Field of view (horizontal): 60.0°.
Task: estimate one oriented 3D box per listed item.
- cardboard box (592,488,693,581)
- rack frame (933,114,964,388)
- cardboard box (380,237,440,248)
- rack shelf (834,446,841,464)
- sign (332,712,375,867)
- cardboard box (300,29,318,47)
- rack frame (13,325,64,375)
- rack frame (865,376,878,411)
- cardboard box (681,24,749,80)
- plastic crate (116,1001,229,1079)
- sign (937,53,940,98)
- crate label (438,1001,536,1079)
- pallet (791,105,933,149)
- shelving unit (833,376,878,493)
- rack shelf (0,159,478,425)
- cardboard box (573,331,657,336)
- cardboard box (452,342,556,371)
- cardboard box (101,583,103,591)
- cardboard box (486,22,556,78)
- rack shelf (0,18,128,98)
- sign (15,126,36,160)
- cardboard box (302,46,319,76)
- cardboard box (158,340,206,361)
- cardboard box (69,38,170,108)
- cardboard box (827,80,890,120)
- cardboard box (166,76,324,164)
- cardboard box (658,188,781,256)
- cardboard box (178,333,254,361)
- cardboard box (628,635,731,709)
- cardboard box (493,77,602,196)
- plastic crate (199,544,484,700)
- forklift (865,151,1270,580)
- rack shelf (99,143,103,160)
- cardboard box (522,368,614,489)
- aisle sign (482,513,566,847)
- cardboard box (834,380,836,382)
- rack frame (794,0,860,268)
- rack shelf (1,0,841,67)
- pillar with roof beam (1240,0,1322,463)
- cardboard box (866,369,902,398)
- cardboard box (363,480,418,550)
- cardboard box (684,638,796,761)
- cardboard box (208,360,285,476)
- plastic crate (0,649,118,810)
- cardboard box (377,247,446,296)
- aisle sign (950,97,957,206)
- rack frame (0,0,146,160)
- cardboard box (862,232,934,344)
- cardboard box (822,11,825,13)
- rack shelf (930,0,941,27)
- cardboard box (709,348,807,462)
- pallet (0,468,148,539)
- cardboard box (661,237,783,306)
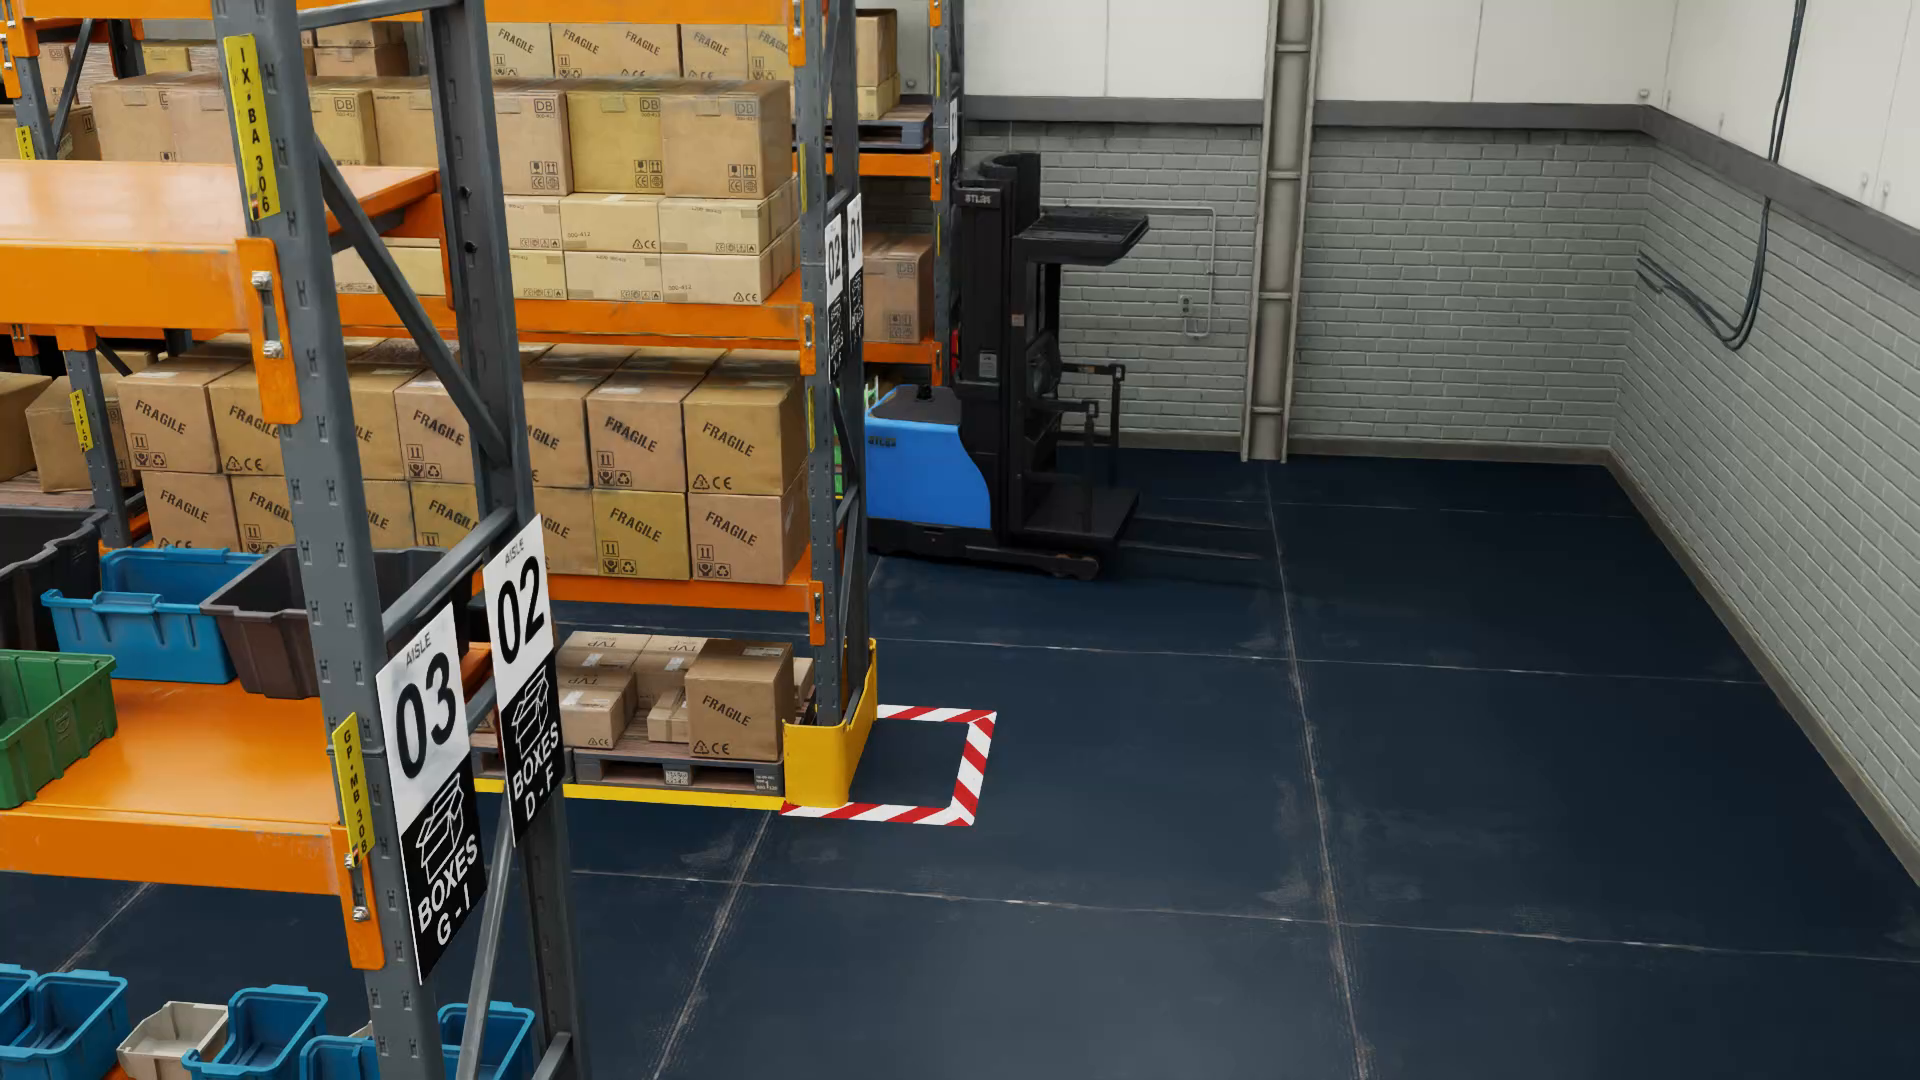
[{"bbox_3d":[-1.656,-0.115,9.014,0.500,0.500,0.500,3,22,7],"label":"cardboard box"},{"bbox_3d":[-0.084,-1.936,13.757,0.127,3.000,1.000,2,22,6],"label":"rack frame"},{"bbox_3d":[-2.694,-1.678,8.548,0.500,0.250,0.500,2,22,6],"label":"cardboard box"},{"bbox_3d":[-0.902,-0.634,13.074,0.480,0.148,0.258,5,22,16],"label":"rack shelf"},{"bbox_3d":[-1.299,0.536,3.566,0.005,0.325,0.100,2,22,6],"label":"sign"},{"bbox_3d":[-5.465,-4.208,13.670,0.500,0.250,0.500,2,22,5],"label":"cardboard box"},{"bbox_3d":[-8.029,-2.282,14.632,0.127,3.000,1.000,2,22,6],"label":"rack frame"},{"bbox_3d":[-0.670,-0.671,12.984,0.015,1.200,0.240,5,22,16],"label":"rack frame"},{"bbox_3d":[-1.858,-3.829,12.942,0.500,0.500,0.500,2,22,4],"label":"cardboard box"},{"bbox_3d":[-2.439,1.572,5.162,0.298,0.136,0.250,2,22,6],"label":"plastic crate"},{"bbox_3d":[-0.162,-3.508,12.557,0.005,0.325,0.100,2,22,6],"label":"sign"},{"bbox_3d":[-1.457,1.600,4.958,0.303,0.233,0.416,2,22,6],"label":"crate label"},{"bbox_3d":[-0.822,-3.318,13.293,1.213,0.211,1.003,2,22,6],"label":"pallet"},{"bbox_3d":[-0.903,-0.694,13.051,0.503,1.200,0.258,5,22,16],"label":"shelving unit"},{"bbox_3d":[-3.236,-0.675,3.929,4.000,0.370,1.077,2,22,6],"label":"rack shelf"},{"bbox_3d":[-2.796,-2.185,13.980,0.700,0.700,0.980,2,22,5],"label":"cardboard box"},{"bbox_3d":[-2.594,-0.819,9.436,0.500,0.500,0.500,2,22,6],"label":"cardboard box"},{"bbox_3d":[-5.088,0.548,10.276,0.500,0.500,0.500,2,22,4],"label":"cardboard box"},{"bbox_3d":[-3.382,-3.892,13.100,0.500,0.500,0.500,2,22,6],"label":"cardboard box"},{"bbox_3d":[-6.622,-2.656,8.941,4.000,0.370,1.077,2,22,6],"label":"rack shelf"},{"bbox_3d":[-4.698,-1.916,8.388,0.005,0.325,0.100,2,22,6],"label":"sign"},{"bbox_3d":[-5.478,-3.834,13.743,0.500,0.500,0.700,2,22,5],"label":"cardboard box"},{"bbox_3d":[-6.445,-1.358,14.647,0.750,0.750,0.750,2,22,6],"label":"cardboard box"},{"bbox_3d":[-7.008,-3.924,13.972,0.500,0.500,0.700,1,22,3],"label":"cardboard box"},{"bbox_3d":[-0.843,-3.438,12.972,0.500,0.250,0.500,3,22,8],"label":"cardboard box"},{"bbox_3d":[-3.669,-2.126,8.662,0.500,0.500,0.700,2,22,6],"label":"cardboard box"},{"bbox_3d":[-1.204,-1.614,8.387,0.500,0.250,0.500,2,22,6],"label":"cardboard box"},{"bbox_3d":[-4.103,-0.884,9.601,0.500,0.500,0.500,3,22,7],"label":"cardboard box"},{"bbox_3d":[-1.667,0.798,9.982,0.500,0.250,0.500,2,22,6],"label":"cardboard box"},{"bbox_3d":[-2.171,-2.085,8.558,0.500,0.500,0.700,2,22,6],"label":"cardboard box"},{"bbox_3d":[-1.600,0.229,4.380,0.590,0.269,0.497,2,22,6],"label":"plastic crate"},{"bbox_3d":[0.801,-1.288,12.210,3.031,2.935,1.130,6,22,15],"label":"forklift"},{"bbox_3d":[-6.043,-3.256,13.994,4.000,0.370,1.077,2,22,6],"label":"rack shelf"},{"bbox_3d":[-2.155,-0.600,8.881,0.500,0.500,0.500,3,22,8],"label":"cardboard box"},{"bbox_3d":[-1.144,0.367,4.396,0.004,0.787,0.394,2,22,6],"label":"aisle sign"},{"bbox_3d":[-1.194,-1.214,13.877,0.250,0.149,0.380,3,22,8],"label":"cardboard box"},{"bbox_3d":[-0.664,-2.917,8.079,0.127,3.000,1.000,2,22,6],"label":"rack frame"},{"bbox_3d":[-2.650,-2.668,8.430,4.000,0.370,1.077,2,22,6],"label":"rack shelf"},{"bbox_3d":[2.192,-3.353,9.181,0.400,9.000,9.100,2,22,6],"label":"pillar with roof beam"},{"bbox_3d":[-0.644,-1.332,14.175,0.250,0.149,0.380,3,22,7],"label":"cardboard box"},{"bbox_3d":[-3.156,-0.182,9.184,0.500,0.500,0.500,2,22,6],"label":"cardboard box"},{"bbox_3d":[-1.233,0.897,9.392,0.500,0.500,0.500,2,22,6],"label":"cardboard box"},{"bbox_3d":[-3.689,-0.666,9.050,0.500,0.500,0.500,2,22,5],"label":"cardboard box"},{"bbox_3d":[-2.263,0.446,3.939,0.336,0.188,0.450,2,22,6],"label":"plastic crate"},{"bbox_3d":[-2.693,-1.448,8.648,0.500,0.250,0.500,2,22,6],"label":"cardboard box"},{"bbox_3d":[-0.048,-3.032,12.994,0.004,0.787,0.394,2,22,6],"label":"aisle sign"},{"bbox_3d":[-4.636,-3.090,8.516,0.127,3.000,1.000,2,22,6],"label":"rack frame"},{"bbox_3d":[-0.592,-2.094,13.748,0.700,0.700,0.980,3,22,9],"label":"cardboard box"},{"bbox_3d":[-1.305,-3.997,13.367,0.500,0.500,0.500,2,22,5],"label":"cardboard box"},{"bbox_3d":[-2.070,-4.292,13.078,4.000,0.370,1.077,2,22,6],"label":"rack shelf"},{"bbox_3d":[-1.073,-0.754,9.271,0.500,0.500,0.500,3,22,8],"label":"cardboard box"},{"bbox_3d":[-5.417,-0.285,9.843,1.213,0.211,1.003,2,22,6],"label":"pallet"},{"bbox_3d":[-1.205,-1.378,8.470,0.500,0.250,0.500,2,22,6],"label":"cardboard box"}]
